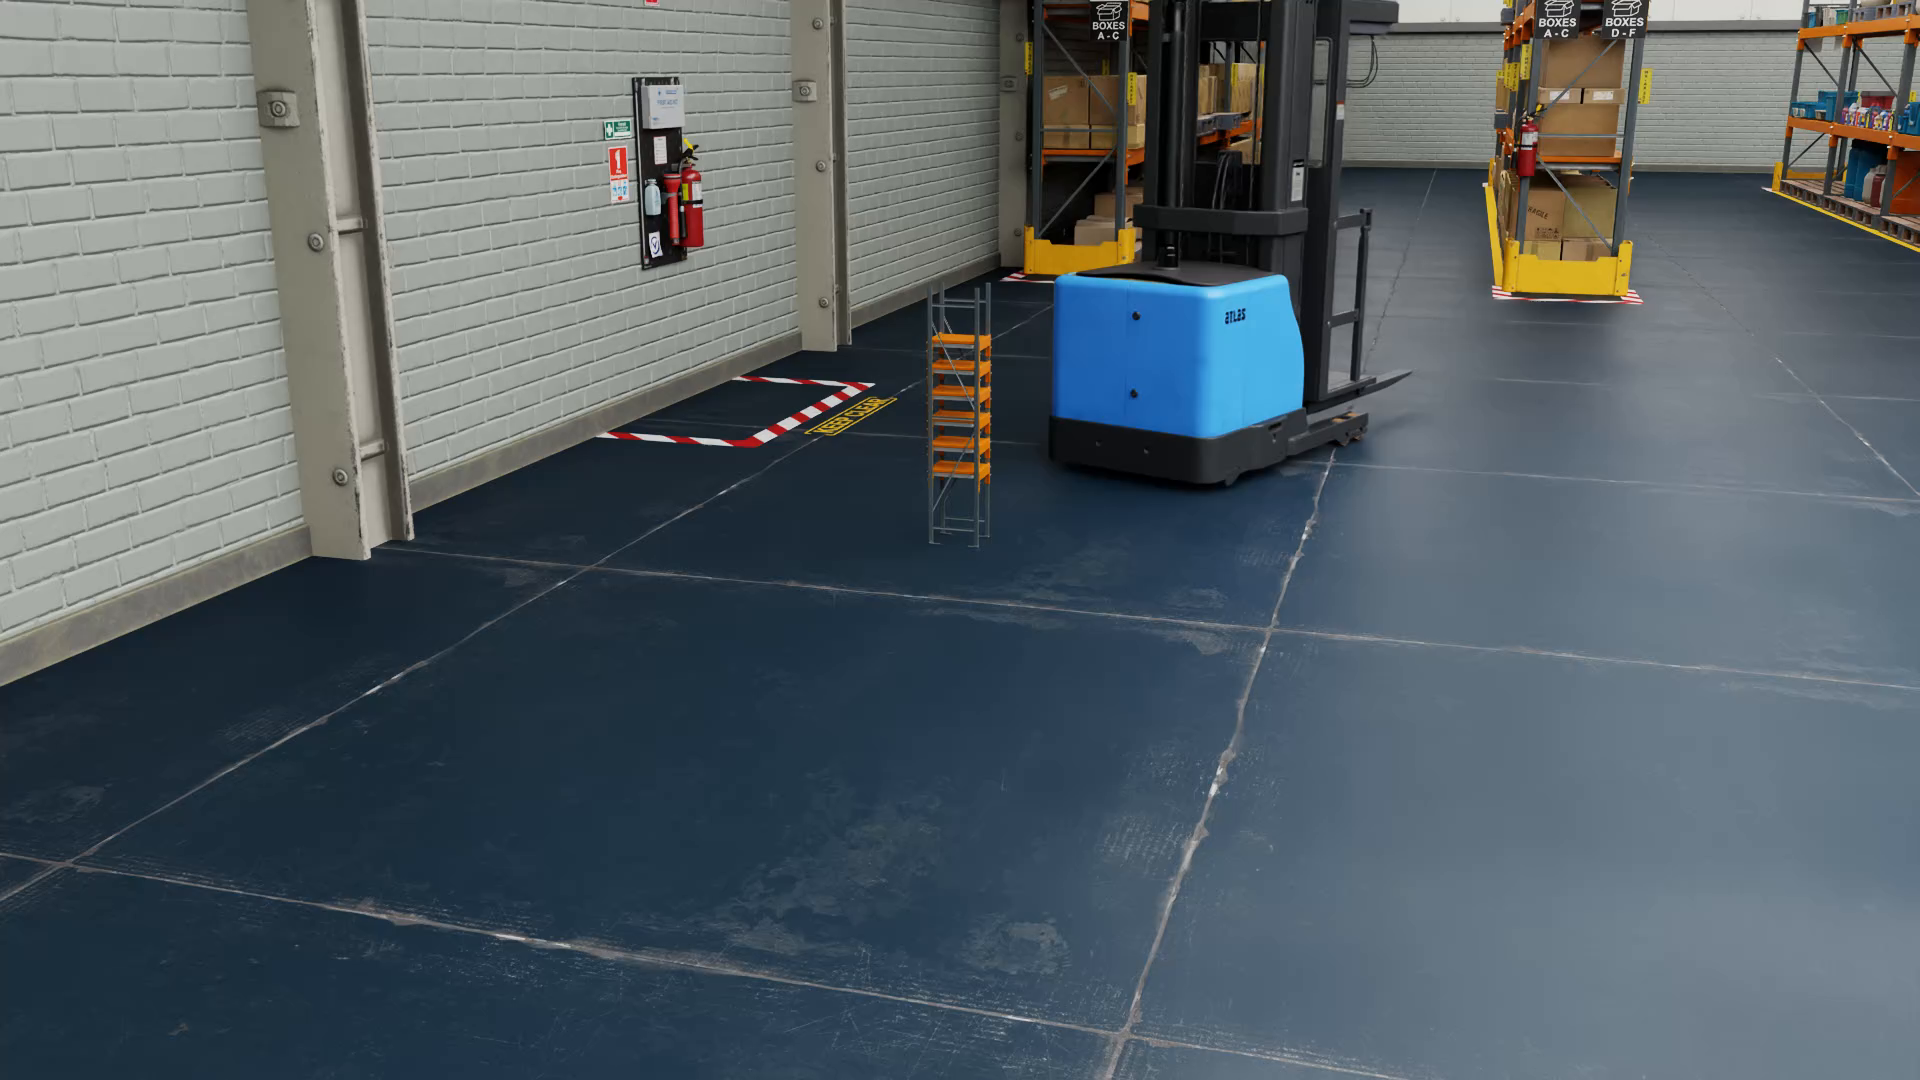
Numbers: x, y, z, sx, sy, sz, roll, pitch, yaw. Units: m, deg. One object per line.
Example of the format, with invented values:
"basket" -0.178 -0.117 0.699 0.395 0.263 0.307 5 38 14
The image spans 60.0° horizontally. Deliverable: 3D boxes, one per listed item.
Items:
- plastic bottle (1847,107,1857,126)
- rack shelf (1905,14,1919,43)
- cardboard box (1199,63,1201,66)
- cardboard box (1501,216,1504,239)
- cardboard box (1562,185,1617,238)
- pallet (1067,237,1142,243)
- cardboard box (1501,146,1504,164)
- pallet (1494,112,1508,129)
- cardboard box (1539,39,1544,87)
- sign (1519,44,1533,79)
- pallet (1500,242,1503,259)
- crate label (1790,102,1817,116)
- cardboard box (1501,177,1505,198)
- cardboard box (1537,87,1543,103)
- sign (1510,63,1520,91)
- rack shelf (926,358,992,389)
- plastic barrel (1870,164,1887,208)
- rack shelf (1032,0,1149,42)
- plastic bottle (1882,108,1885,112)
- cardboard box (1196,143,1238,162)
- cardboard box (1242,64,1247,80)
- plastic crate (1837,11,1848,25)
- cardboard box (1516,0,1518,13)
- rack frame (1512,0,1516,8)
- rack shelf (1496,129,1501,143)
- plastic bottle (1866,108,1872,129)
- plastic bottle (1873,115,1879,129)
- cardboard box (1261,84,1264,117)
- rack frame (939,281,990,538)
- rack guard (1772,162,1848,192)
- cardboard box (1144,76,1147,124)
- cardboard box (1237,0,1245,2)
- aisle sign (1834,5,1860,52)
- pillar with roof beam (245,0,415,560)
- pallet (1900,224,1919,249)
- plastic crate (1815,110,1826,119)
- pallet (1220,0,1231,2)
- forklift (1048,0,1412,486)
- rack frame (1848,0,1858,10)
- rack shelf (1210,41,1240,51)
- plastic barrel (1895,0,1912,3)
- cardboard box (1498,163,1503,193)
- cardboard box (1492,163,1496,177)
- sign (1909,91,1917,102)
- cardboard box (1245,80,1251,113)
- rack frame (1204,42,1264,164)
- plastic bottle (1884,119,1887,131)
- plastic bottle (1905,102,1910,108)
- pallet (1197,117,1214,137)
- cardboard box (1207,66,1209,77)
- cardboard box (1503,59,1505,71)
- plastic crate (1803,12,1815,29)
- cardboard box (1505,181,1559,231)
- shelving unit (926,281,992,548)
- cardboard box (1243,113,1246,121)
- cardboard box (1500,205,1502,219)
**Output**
"plastic bottle" 13.567 -6.429 25.224 0.152 0.276 0.135 5 16 16
"rack shelf" 12.463 -6.203 20.022 1.077 0.370 4.000 5 16 16
"cardboard box" 3.413 -7.098 25.217 0.500 0.250 0.500 5 17 17
"cardboard box" 6.577 -3.619 19.359 0.500 0.250 0.500 5 16 16
"cardboard box" 6.515 -3.415 17.268 0.500 0.500 0.500 5 16 16
"pallet" 1.894 -3.511 19.820 1.003 0.211 1.213 5 16 16
"cardboard box" 8.622 -5.930 25.639 0.500 0.250 0.500 4 16 15
"pallet" 8.408 -6.105 24.206 1.213 0.211 1.003 5 16 16
"cardboard box" 6.456 -4.998 17.394 0.700 0.500 0.500 5 16 16
"sign" 5.493 -4.638 16.128 0.100 0.325 0.005 5 16 16
"pallet" 6.880 -3.421 19.505 1.003 0.211 1.213 5 16 16
"crate label" 14.919 -7.631 29.434 0.416 0.233 0.303 5 16 16
"cardboard box" 7.419 -4.643 21.943 0.500 0.311 0.500 4 16 15
"cardboard box" 6.081 -4.532 16.937 0.380 0.149 0.250 4 16 15
"sign" 6.623 -5.526 19.838 0.100 0.325 0.005 5 16 16
"rack shelf" -0.004 -0.762 7.599 0.258 0.103 0.180 5 16 16
"plastic barrel" 13.475 -5.096 23.947 0.600 0.588 0.708 5 16 16
"rack shelf" 1.827 -5.925 19.041 1.077 0.370 4.000 5 16 16
"plastic bottle" 13.253 -6.048 23.869 0.061 0.283 0.133 5 16 16
"cardboard box" 3.867 -5.747 25.765 0.750 0.750 0.750 4 16 15
"cardboard box" 4.199 -7.329 26.034 0.500 0.250 0.500 5 17 16
"plastic crate" 13.998 -8.151 25.961 0.450 0.188 0.662 5 16 16
"cardboard box" 8.520 -7.755 23.995 0.910 0.500 0.500 5 16 16
"rack frame" 9.420 -9.947 26.407 1.000 3.000 0.127 5 16 16
"rack shelf" 9.988 -7.238 29.168 1.077 0.370 4.000 5 16 16
"plastic bottle" 13.152 -6.094 24.032 0.061 0.283 0.133 5 16 16
"plastic bottle" 13.047 -5.940 23.638 0.097 0.201 0.097 0 16 0
"cardboard box" 4.839 -7.729 29.031 0.980 0.700 0.700 5 17 17
"rack frame" 0.022 -0.597 7.737 0.240 1.200 0.006 5 16 16
"rack guard" 15.299 -6.527 29.924 1.175 0.500 0.348 5 16 16
"cardboard box" 1.833 -4.833 18.234 0.500 0.500 0.500 5 16 16
"cardboard box" 4.218 -8.774 26.780 0.700 0.500 0.500 4 16 15
"aisle sign" 15.606 -8.969 29.189 0.394 0.787 0.004 5 16 16
"pillar with roof beam" 1.346 -3.967 5.326 9.100 9.000 0.400 5 16 16
"pallet" 12.425 -3.770 20.733 1.003 0.211 1.213 5 16 16
"plastic crate" 14.374 -7.056 27.584 0.293 0.136 0.466 5 16 16
"pallet" 2.965 -7.128 22.311 1.213 0.211 1.003 5 16 16
"forklift" 1.784 -2.033 9.626 1.130 2.935 3.031 12 20 36
"rack frame" 14.168 -9.562 25.049 1.000 3.000 0.127 5 16 16
"rack shelf" 5.238 -9.064 30.110 1.077 0.370 4.000 5 16 16
"plastic barrel" 13.390 -7.815 23.369 0.433 0.535 0.433 0 16 0
"cardboard box" 8.614 -5.559 25.707 0.500 0.500 0.500 4 16 14
"cardboard box" 9.988 -6.745 30.345 0.500 0.250 0.500 5 16 16
"sign" 14.695 -6.766 25.678 0.100 0.325 0.005 5 16 16
"cardboard box" 4.356 -7.108 26.628 0.500 0.500 0.500 5 17 17
"rack frame" 4.669 -7.444 28.576 1.000 3.000 0.127 5 16 16
"plastic bottle" 12.853 -5.762 23.009 0.097 0.201 0.097 0 16 0
"plastic bottle" 14.220 -6.386 24.937 0.144 0.351 0.185 5 16 16
"pallet" 2.752 -5.447 21.888 1.003 0.211 1.213 5 16 16
"cardboard box" 3.463 -6.877 24.398 0.380 0.149 0.250 2 16 9
"cardboard box" 9.746 -8.140 29.014 0.500 0.500 0.500 4 16 15
"plastic crate" 14.928 -9.023 28.887 0.497 0.269 0.590 5 16 16
"cardboard box" 6.147 -3.587 17.875 0.500 0.500 0.500 5 16 16
"shelving unit" -0.004 -0.573 7.652 0.258 1.200 0.189 5 16 16
"cardboard box" 4.442 -6.893 27.059 0.380 0.149 0.250 4 16 14
"cardboard box" 7.277 -4.244 21.564 0.500 0.250 0.500 5 17 17
